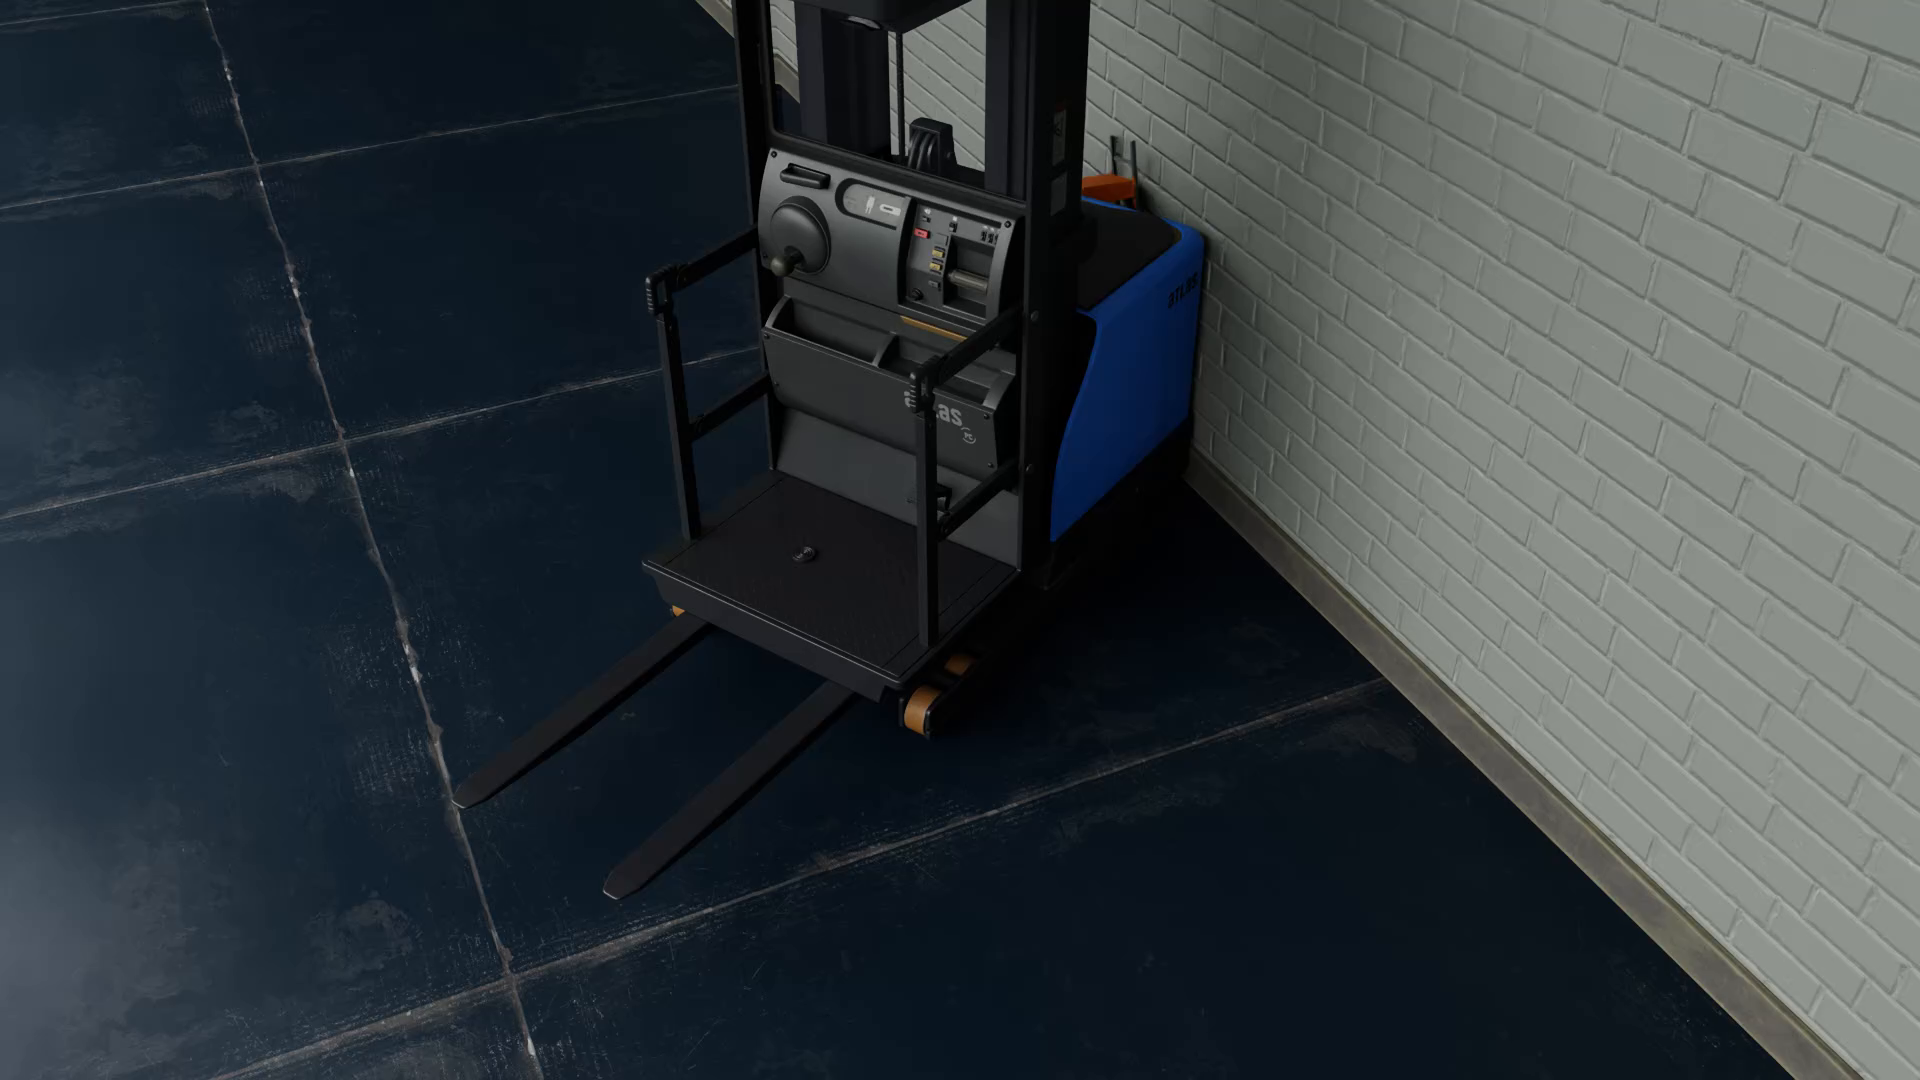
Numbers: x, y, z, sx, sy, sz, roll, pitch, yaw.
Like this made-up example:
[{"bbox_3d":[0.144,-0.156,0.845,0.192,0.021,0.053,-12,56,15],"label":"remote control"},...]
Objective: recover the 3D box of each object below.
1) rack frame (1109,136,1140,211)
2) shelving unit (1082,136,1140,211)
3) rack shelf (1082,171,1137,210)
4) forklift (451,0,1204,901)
[{"bbox_3d":[0.678,-0.965,6.520,0.015,1.200,0.240,-11,21,-12],"label":"rack frame"},{"bbox_3d":[0.444,-0.919,6.467,0.503,1.200,0.258,-11,21,-12],"label":"shelving unit"},{"bbox_3d":[0.403,-1.286,6.332,0.480,0.148,0.258,-11,21,-12],"label":"rack shelf"},{"bbox_3d":[-0.356,-0.868,4.961,1.130,2.935,3.031,22,42,27],"label":"forklift"}]
